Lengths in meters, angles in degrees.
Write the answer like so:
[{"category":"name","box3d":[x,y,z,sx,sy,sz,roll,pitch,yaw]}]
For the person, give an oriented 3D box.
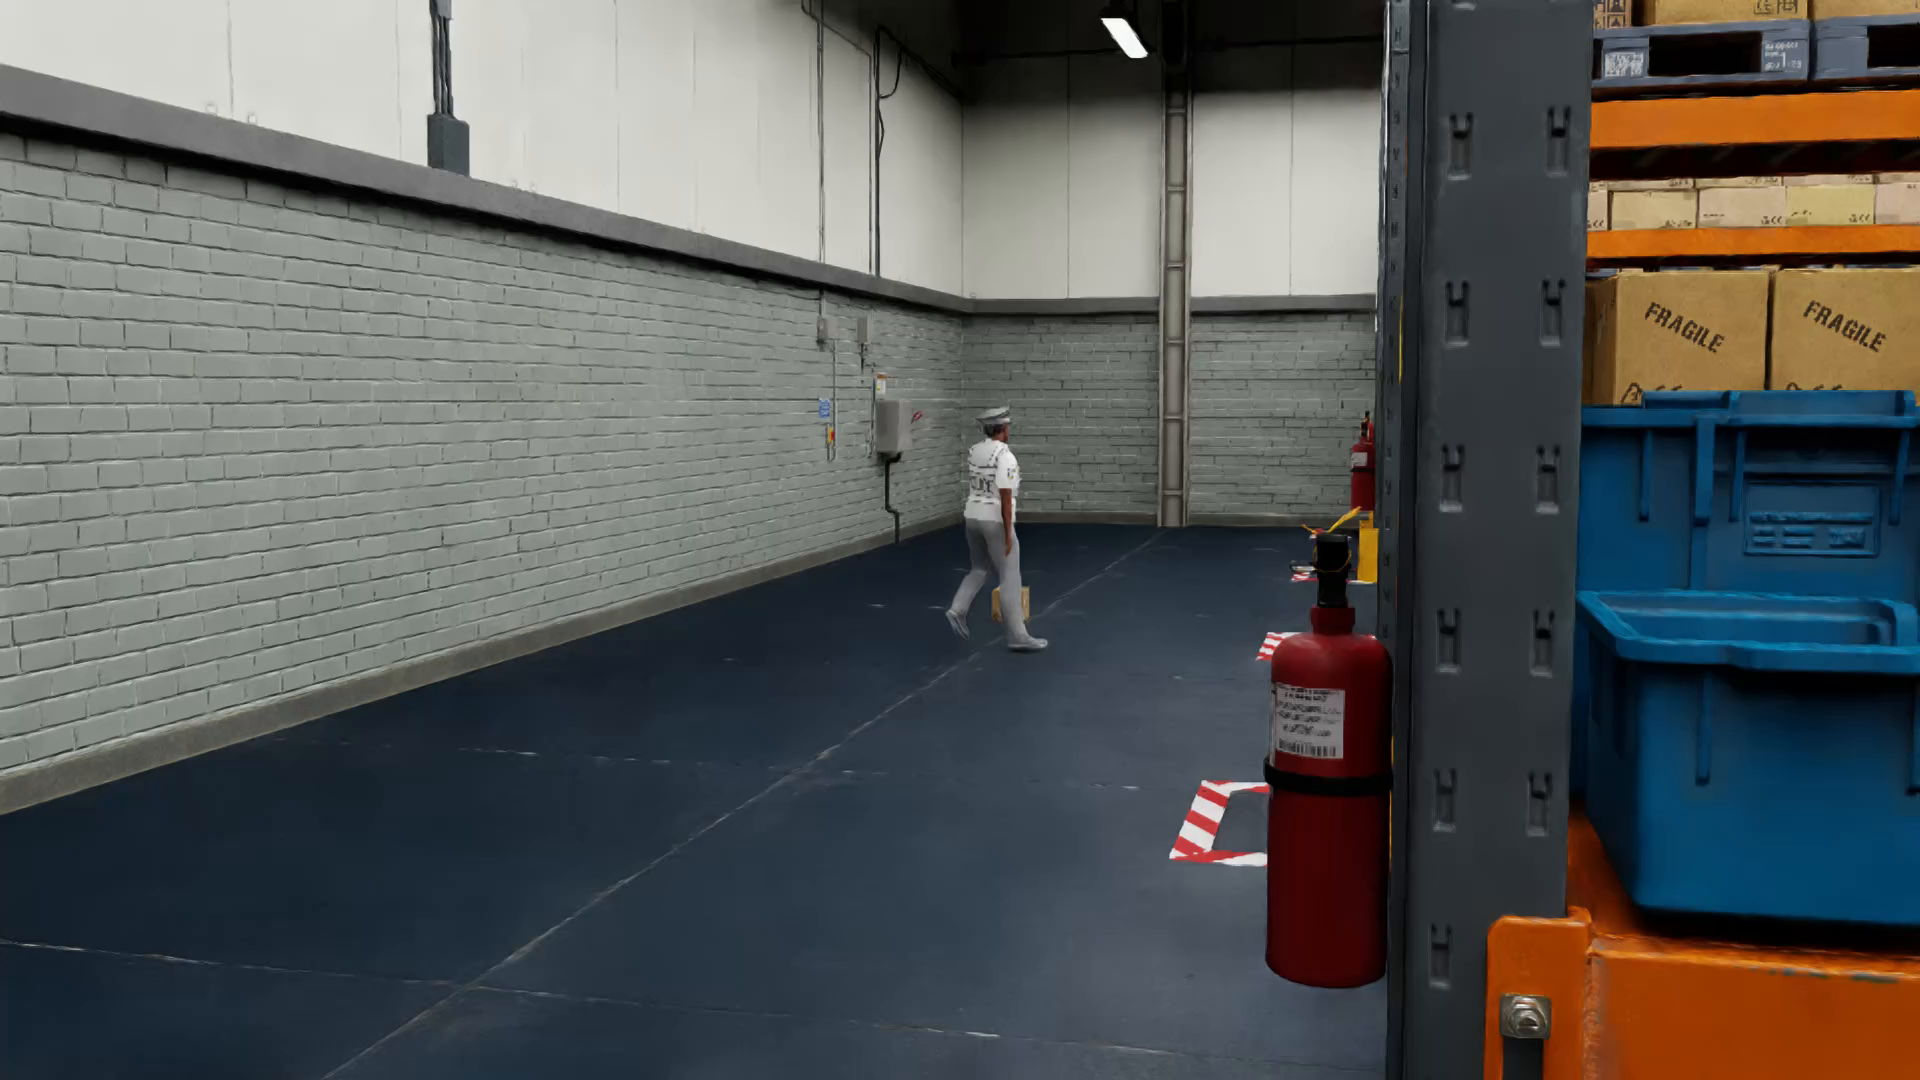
[{"category":"person","box3d":[0.221,-0.087,11.514,0.556,1.670,0.613,-4,7,-42]}]
